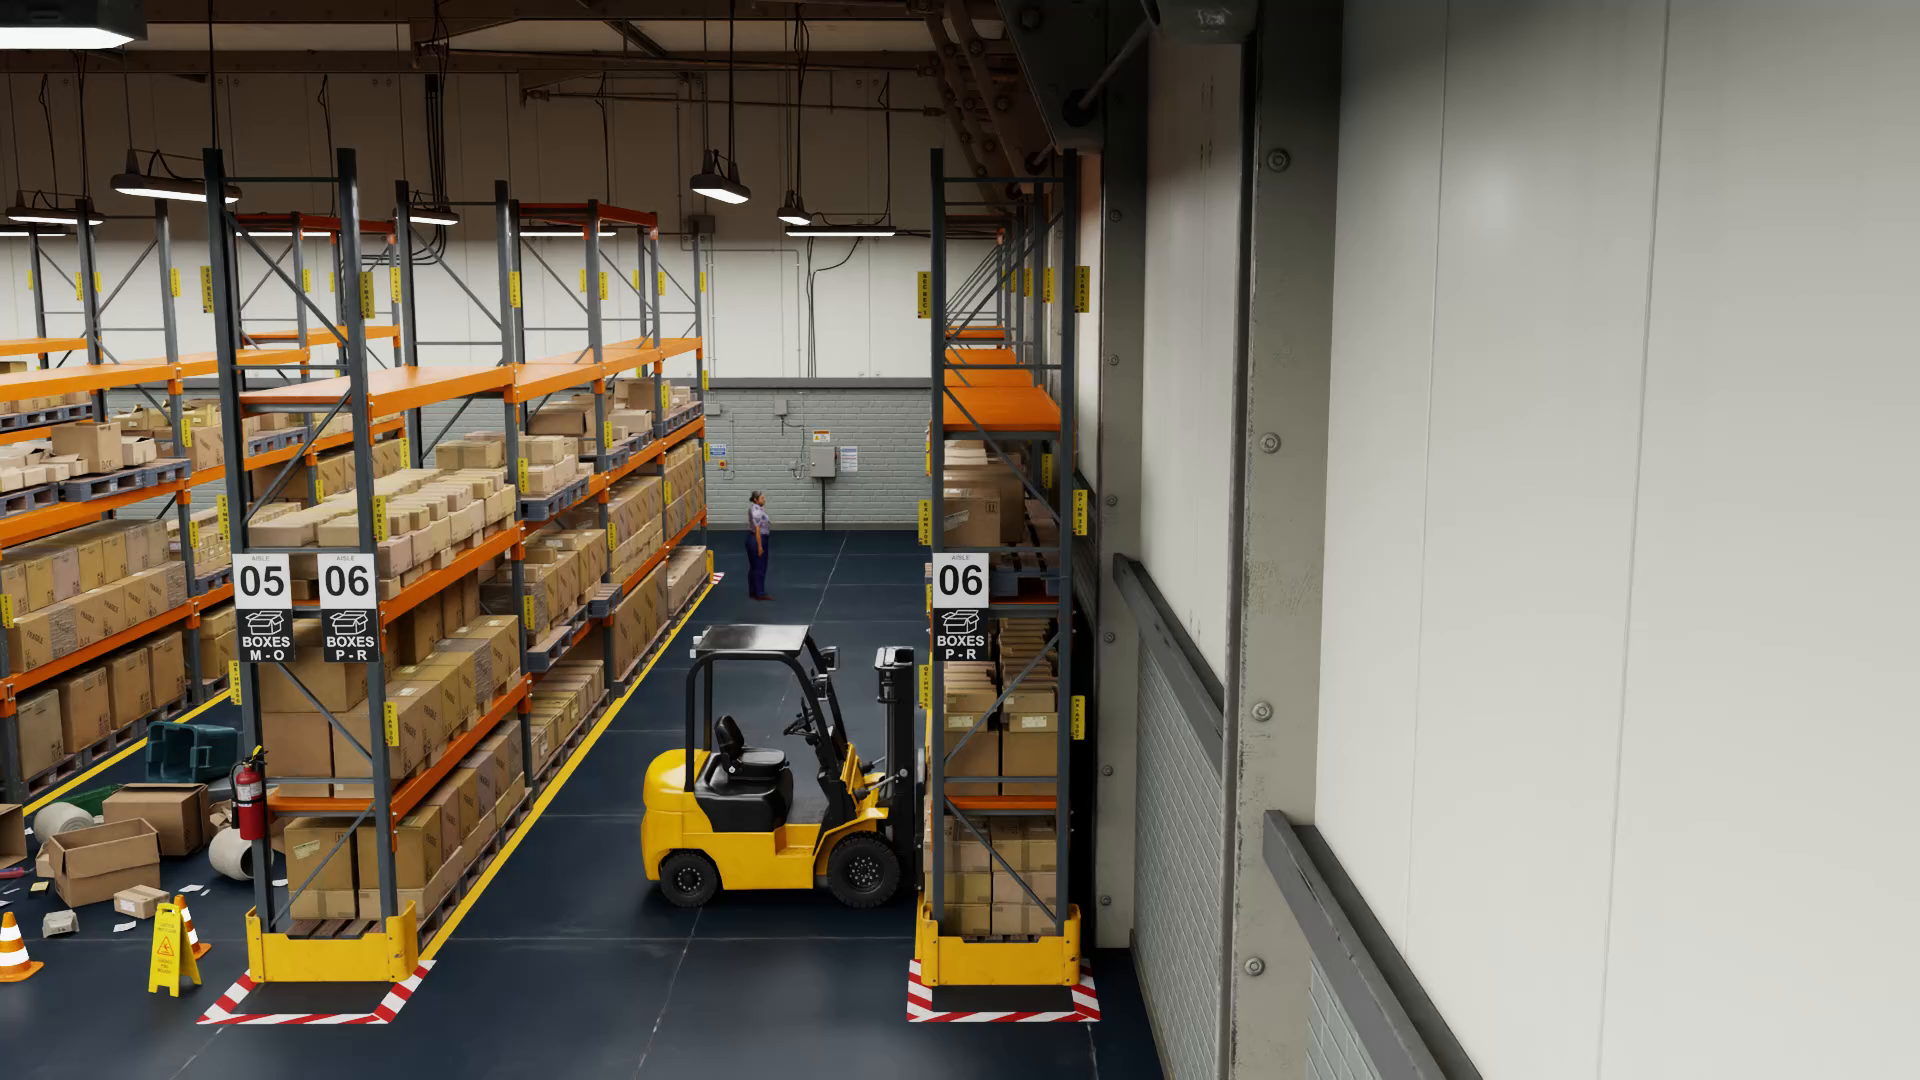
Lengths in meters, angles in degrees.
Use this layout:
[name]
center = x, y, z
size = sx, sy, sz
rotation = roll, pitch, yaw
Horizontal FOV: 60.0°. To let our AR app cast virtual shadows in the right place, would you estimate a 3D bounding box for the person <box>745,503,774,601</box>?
[person]
center = -3.021, 0.169, 24.942
size = 0.378, 1.453, 0.485
rotation = -4, 10, -22
